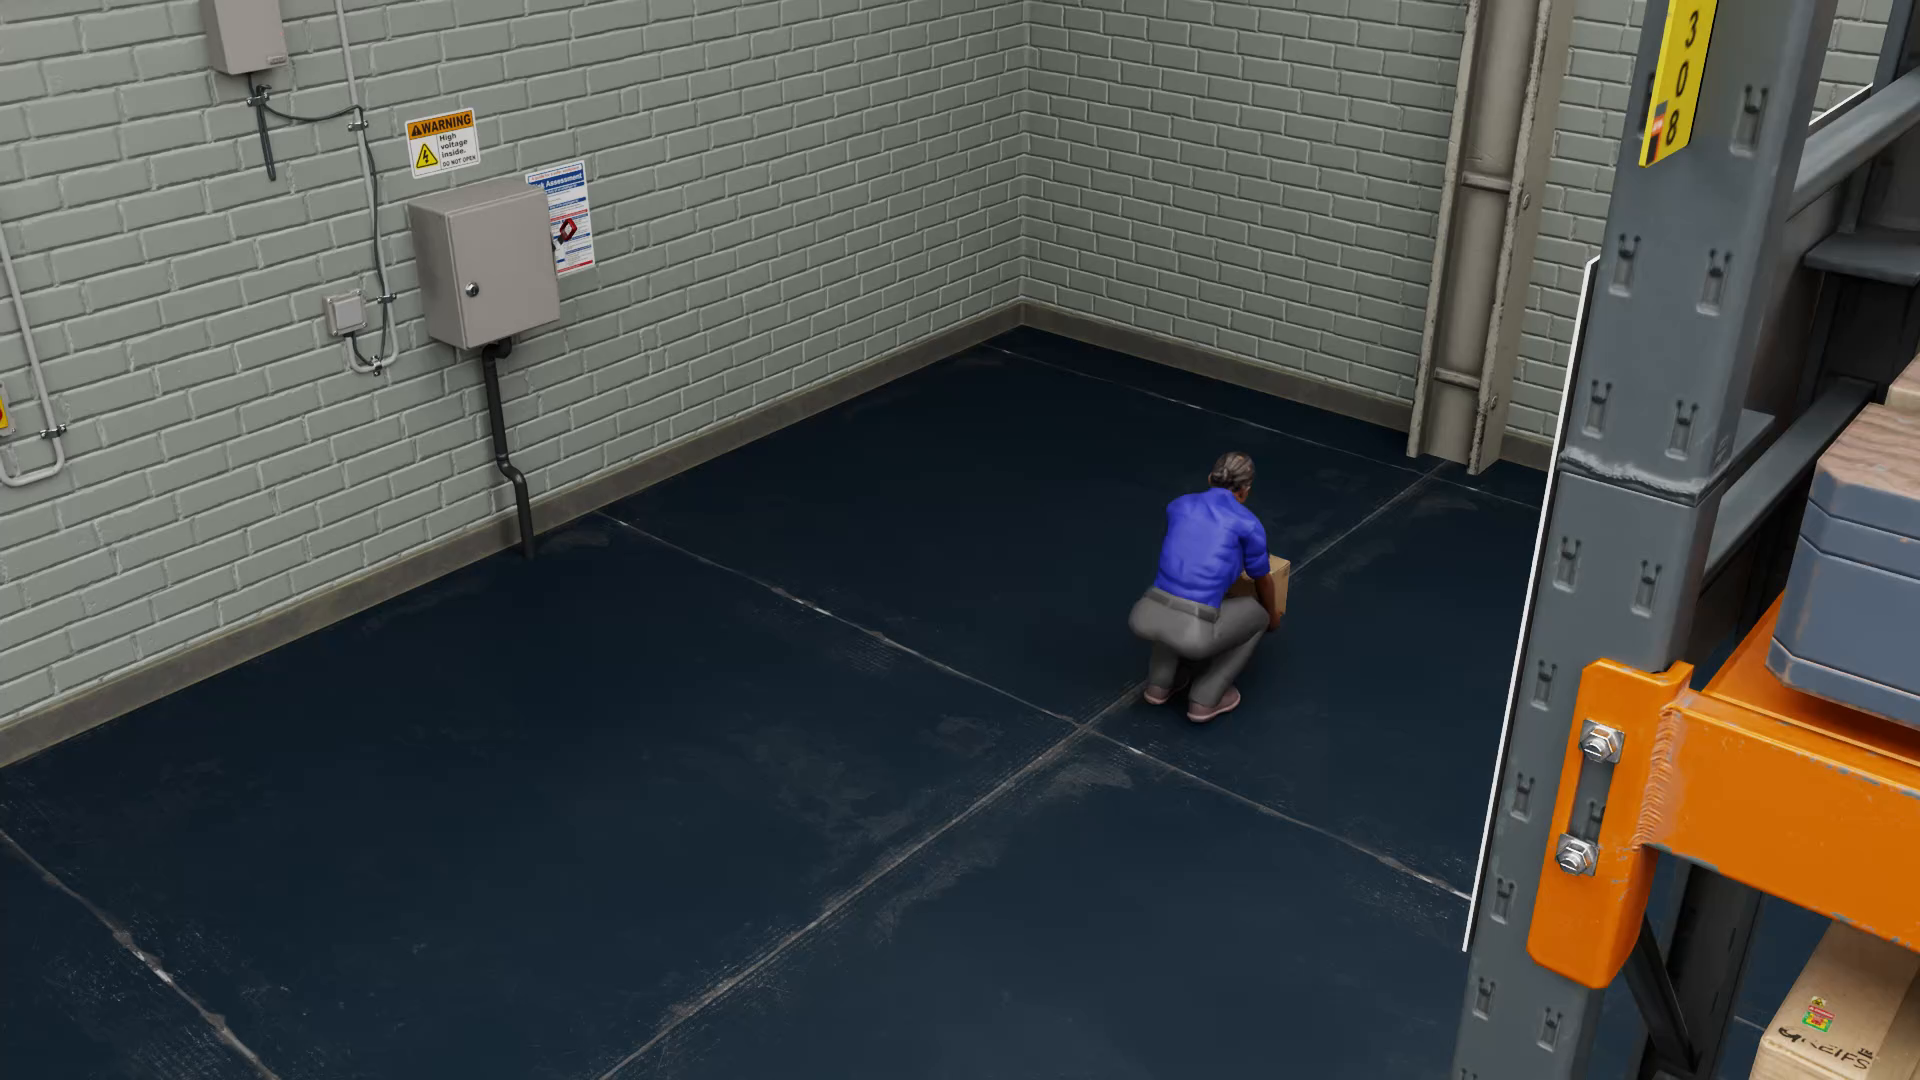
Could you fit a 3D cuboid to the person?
[{"bbox_3d":[0.970,0.190,6.534,0.458,0.960,0.813,20,34,33],"label":"person"}]
